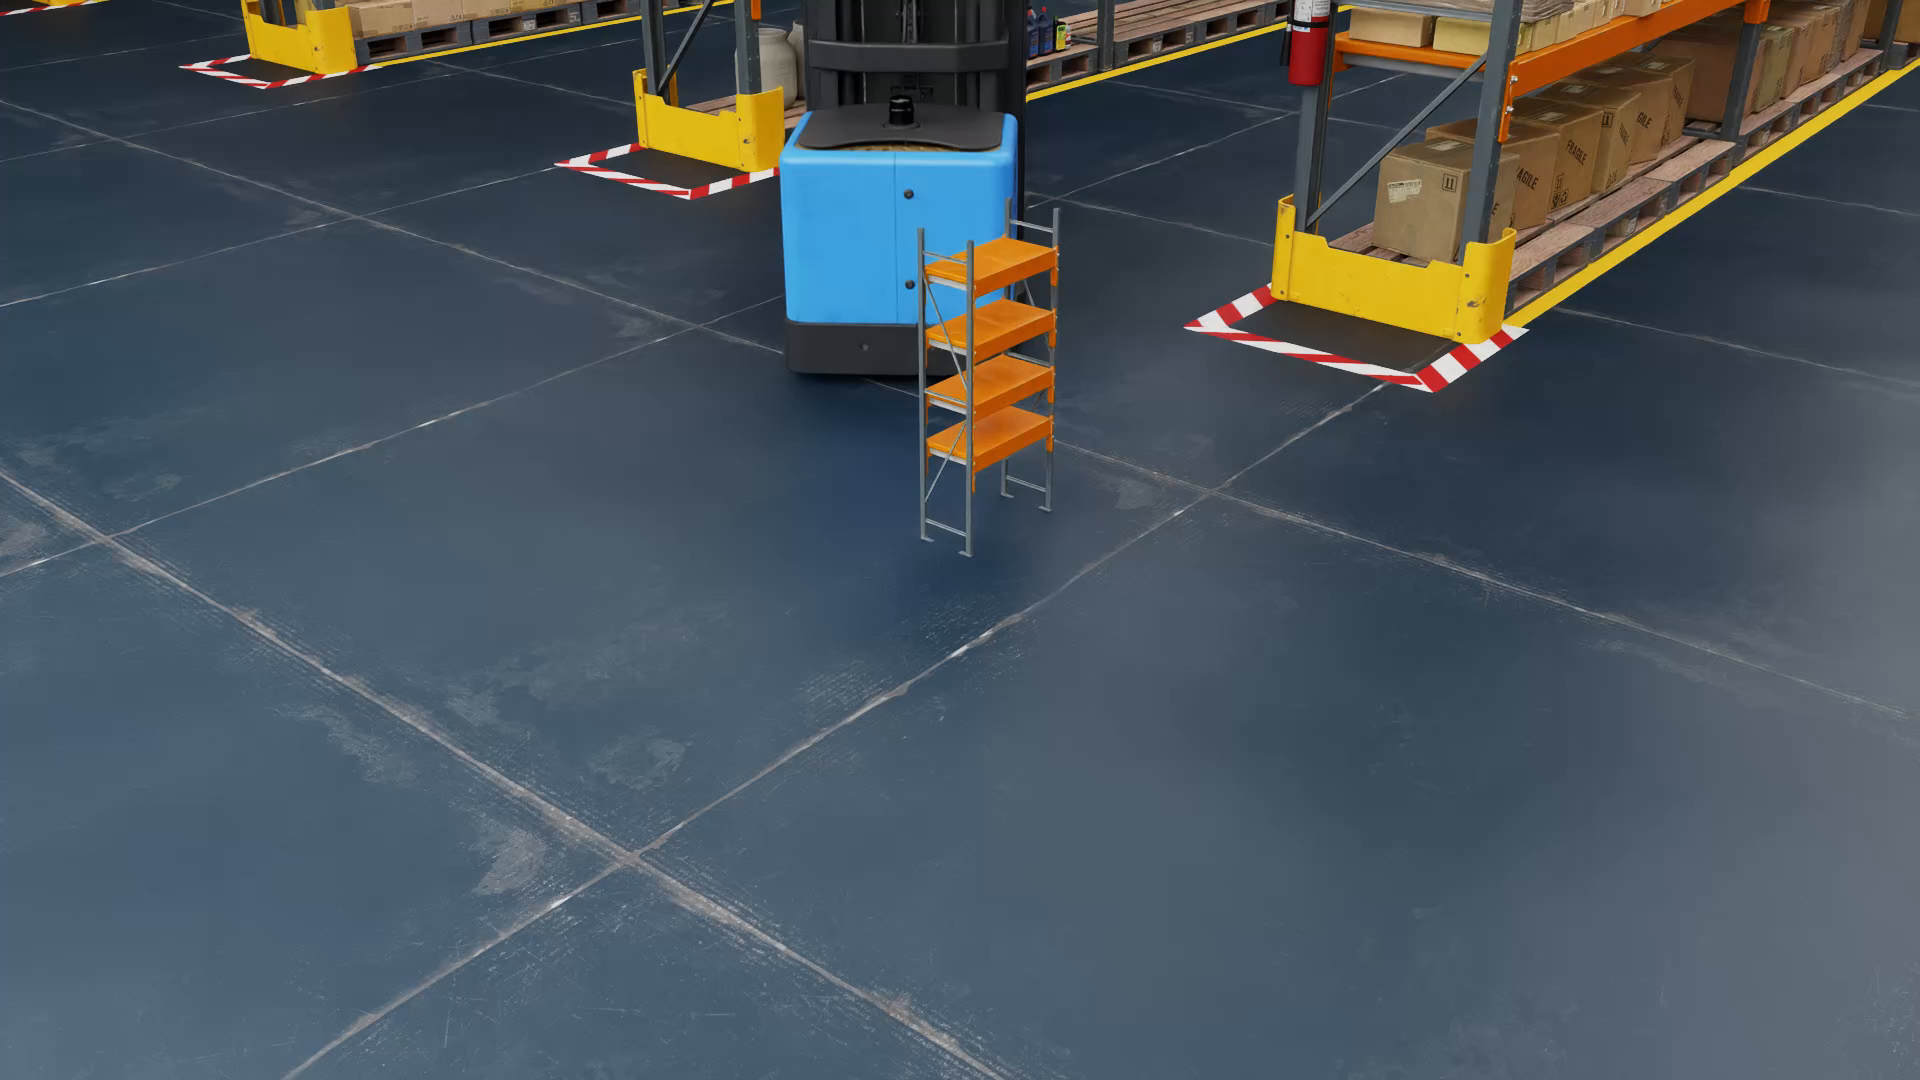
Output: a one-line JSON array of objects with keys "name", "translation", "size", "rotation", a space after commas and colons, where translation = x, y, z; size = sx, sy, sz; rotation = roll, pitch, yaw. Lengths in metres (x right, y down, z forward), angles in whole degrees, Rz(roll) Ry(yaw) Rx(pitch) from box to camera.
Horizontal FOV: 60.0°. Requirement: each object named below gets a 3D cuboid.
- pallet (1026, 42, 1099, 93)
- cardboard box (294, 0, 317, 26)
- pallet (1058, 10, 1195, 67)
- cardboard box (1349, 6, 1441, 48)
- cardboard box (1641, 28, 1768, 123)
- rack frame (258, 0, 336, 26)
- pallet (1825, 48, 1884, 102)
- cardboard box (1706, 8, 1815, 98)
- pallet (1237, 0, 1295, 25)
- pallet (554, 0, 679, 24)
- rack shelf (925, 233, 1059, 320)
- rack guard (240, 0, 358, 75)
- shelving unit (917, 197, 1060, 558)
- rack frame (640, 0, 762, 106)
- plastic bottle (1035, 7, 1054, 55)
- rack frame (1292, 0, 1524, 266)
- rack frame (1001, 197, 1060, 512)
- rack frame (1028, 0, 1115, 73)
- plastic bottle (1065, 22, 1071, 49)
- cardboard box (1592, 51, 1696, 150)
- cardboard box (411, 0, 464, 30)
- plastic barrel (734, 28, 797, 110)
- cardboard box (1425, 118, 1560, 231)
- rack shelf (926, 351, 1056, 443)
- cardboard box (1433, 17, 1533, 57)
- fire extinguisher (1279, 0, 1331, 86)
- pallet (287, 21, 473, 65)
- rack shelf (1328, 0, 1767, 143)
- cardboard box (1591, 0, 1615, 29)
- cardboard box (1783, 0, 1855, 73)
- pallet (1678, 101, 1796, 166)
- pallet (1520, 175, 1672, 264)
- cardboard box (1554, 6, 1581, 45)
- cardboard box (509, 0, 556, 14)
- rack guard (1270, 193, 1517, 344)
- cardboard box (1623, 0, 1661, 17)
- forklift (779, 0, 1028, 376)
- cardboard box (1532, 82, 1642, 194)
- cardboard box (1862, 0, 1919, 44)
[{"name": "pallet", "translation": [0.379, -3.878, 13.516], "size": [1.003, 0.211, 1.213], "rotation": [21, 34, 34]}, {"name": "cardboard box", "translation": [-5.413, -4.615, 14.441], "size": [0.500, 0.250, 0.500], "rotation": [21, 34, 34]}, {"name": "pallet", "translation": [1.308, -4.393, 14.513], "size": [1.003, 0.211, 1.213], "rotation": [21, 34, 34]}, {"name": "cardboard box", "translation": [2.138, -2.526, 8.142], "size": [0.380, 0.149, 0.250], "rotation": [21, 34, 34]}, {"name": "cardboard box", "translation": [5.067, -3.191, 11.396], "size": [0.700, 0.500, 0.500], "rotation": [18, 32, 31]}, {"name": "rack frame", "translation": [-5.526, -5.373, 13.371], "size": [1.000, 3.000, 0.127], "rotation": [21, 34, 34]}, {"name": "pallet", "translation": [6.706, -3.798, 13.361], "size": [1.003, 0.211, 1.213], "rotation": [21, 34, 34]}, {"name": "cardboard box", "translation": [5.741, -3.553, 12.096], "size": [0.700, 0.500, 0.500], "rotation": [18, 32, 30]}, {"name": "pallet", "translation": [2.860, -5.258, 16.185], "size": [1.003, 0.211, 1.213], "rotation": [21, 34, 34]}, {"name": "pallet", "translation": [-3.520, -5.283, 16.232], "size": [1.003, 0.211, 1.213], "rotation": [21, 34, 34]}, {"name": "rack shelf", "translation": [0.105, -0.941, 5.907], "size": [0.258, 0.148, 0.480], "rotation": [21, 34, 34]}, {"name": "rack guard", "translation": [-5.541, -4.254, 13.929], "size": [1.175, 0.500, 0.348], "rotation": [21, 34, 34]}, {"name": "shelving unit", "translation": [0.105, -0.592, 6.088], "size": [0.258, 1.200, 0.503], "rotation": [21, 34, 34]}, {"name": "rack frame", "translation": [-1.706, -3.924, 10.570], "size": [1.000, 3.000, 0.127], "rotation": [21, 34, 34]}, {"name": "plastic bottle", "translation": [0.651, -4.048, 13.215], "size": [0.144, 0.351, 0.185], "rotation": [20, 33, 33]}, {"name": "rack frame", "translation": [2.116, -2.476, 7.772], "size": [1.000, 3.000, 0.127], "rotation": [21, 34, 34]}, {"name": "rack frame", "translation": [0.260, -0.678, 6.255], "size": [0.240, 1.200, 0.015], "rotation": [21, 34, 34]}, {"name": "rack frame", "translation": [0.838, -5.342, 13.312], "size": [1.000, 3.000, 0.127], "rotation": [21, 34, 34]}, {"name": "plastic bottle", "translation": [0.848, -4.075, 13.429], "size": [0.097, 0.201, 0.097], "rotation": [0, 27, 0]}, {"name": "cardboard box", "translation": [4.375, -2.841, 10.740], "size": [0.500, 0.500, 0.500], "rotation": [20, 33, 33]}, {"name": "cardboard box", "translation": [-4.698, -4.642, 14.493], "size": [0.500, 0.250, 0.500], "rotation": [21, 34, 34]}, {"name": "plastic barrel", "translation": [-1.347, -3.261, 11.540], "size": [0.421, 0.512, 0.421], "rotation": [0, 27, 0]}, {"name": "cardboard box", "translation": [2.880, -1.991, 9.098], "size": [0.500, 0.500, 0.500], "rotation": [-18, 32, -31]}, {"name": "rack shelf", "translation": [0.105, -0.532, 6.119], "size": [0.258, 0.148, 0.480], "rotation": [21, 34, 34]}, {"name": "cardboard box", "translation": [2.481, -2.396, 7.891], "size": [0.380, 0.149, 0.250], "rotation": [21, 34, 34]}, {"name": "fire extinguisher", "translation": [1.687, -2.536, 7.972], "size": [0.296, 0.674, 0.183], "rotation": [21, 34, 34]}, {"name": "pallet", "translation": [-5.072, -4.418, 14.560], "size": [1.003, 0.211, 1.213], "rotation": [21, 34, 34]}, {"name": "rack shelf", "translation": [3.388, -2.866, 9.308], "size": [1.077, 0.370, 4.000], "rotation": [21, 34, 34]}, {"name": "cardboard box", "translation": [3.133, -2.745, 8.564], "size": [0.380, 0.149, 0.250], "rotation": [21, 34, 34]}, {"name": "cardboard box", "translation": [6.451, -3.954, 12.871], "size": [0.700, 0.500, 0.500], "rotation": [18, 32, 30]}, {"name": "pallet", "translation": [5.154, -2.932, 11.689], "size": [1.003, 0.211, 1.213], "rotation": [21, 34, 34]}, {"name": "pallet", "translation": [3.484, -1.973, 9.834], "size": [1.003, 0.211, 1.213], "rotation": [21, 34, 34]}, {"name": "cardboard box", "translation": [2.825, -2.563, 8.214], "size": [0.380, 0.149, 0.250], "rotation": [21, 34, 34]}, {"name": "cardboard box", "translation": [-4.058, -4.995, 15.176], "size": [0.500, 0.250, 0.500], "rotation": [21, 34, 34]}, {"name": "rack guard", "translation": [2.164, -1.393, 8.399], "size": [1.175, 0.500, 0.348], "rotation": [21, 34, 34]}, {"name": "cardboard box", "translation": [3.510, -2.900, 8.864], "size": [0.380, 0.149, 0.250], "rotation": [21, 34, 34]}, {"name": "forklift", "translation": [-0.203, -2.680, 8.240], "size": [1.130, 2.935, 3.031], "rotation": [1, 27, 3]}, {"name": "cardboard box", "translation": [3.682, -2.392, 9.873], "size": [0.500, 0.500, 0.500], "rotation": [17, 32, 30]}, {"name": "cardboard box", "translation": [7.659, -4.794, 14.108], "size": [1.225, 0.875, 0.875], "rotation": [19, 33, 32]}]
